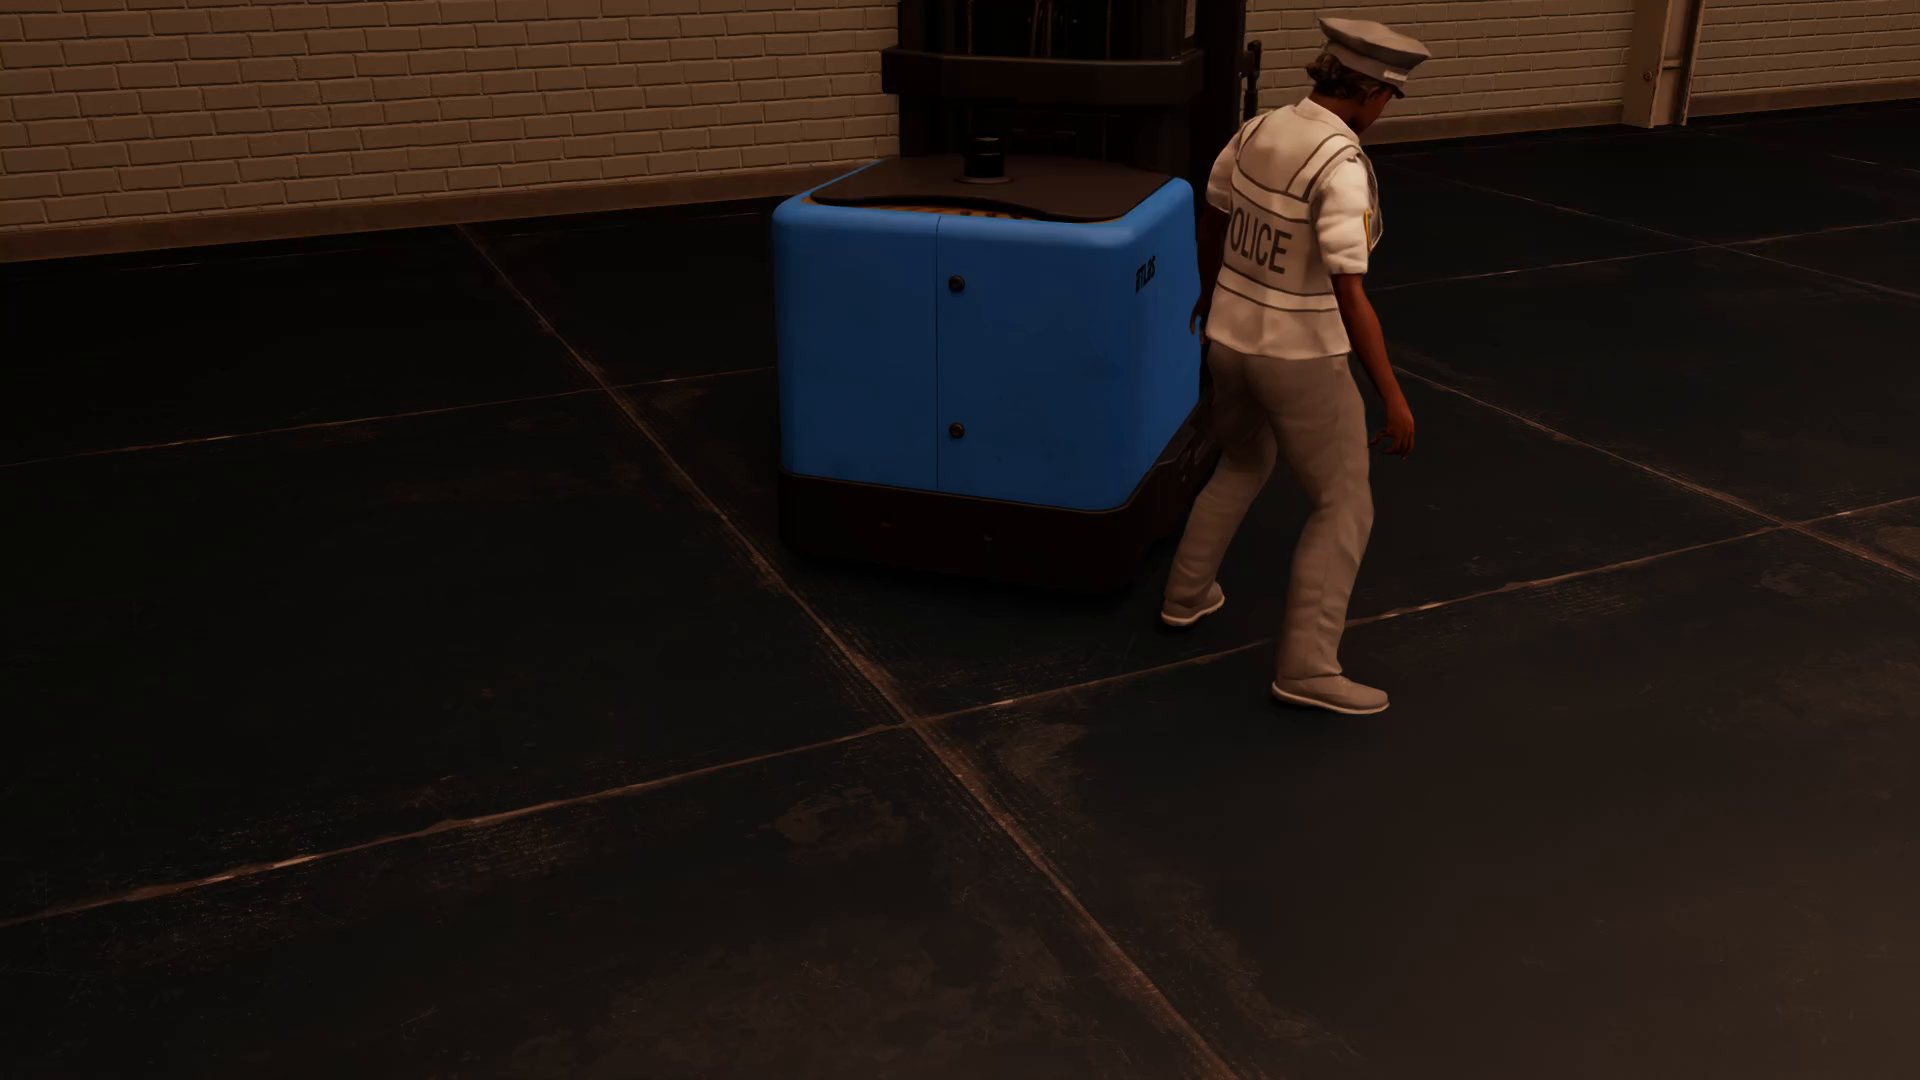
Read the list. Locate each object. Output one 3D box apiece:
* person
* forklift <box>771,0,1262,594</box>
[{"bbox_3d":[0.839,-0.442,4.103,0.414,1.624,0.843,-11,25,-24],"label":"person"},{"bbox_3d":[0.439,-1.742,5.479,1.130,2.935,3.031,8,24,18],"label":"forklift"}]
